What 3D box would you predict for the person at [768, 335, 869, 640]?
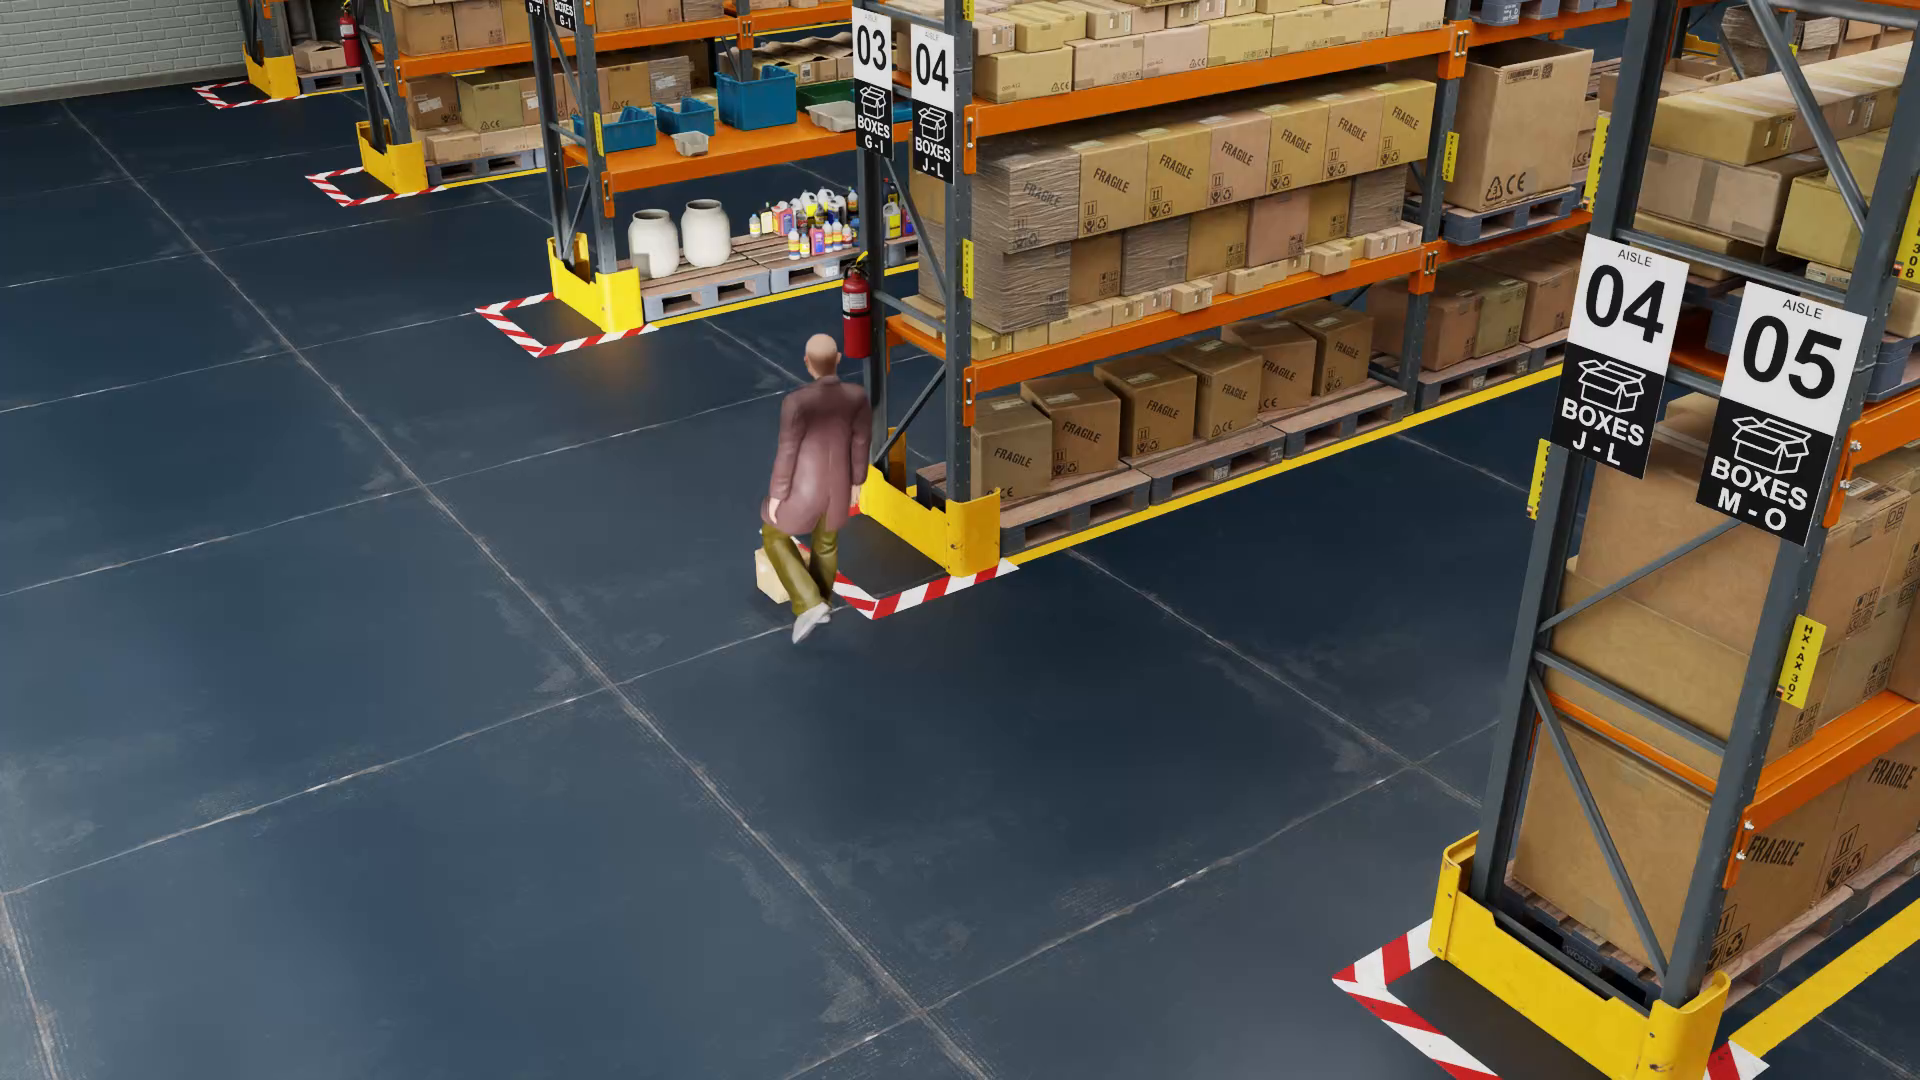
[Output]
[{"bbox_3d":[-0.813,-0.277,9.206,0.579,1.855,0.445,-14,31,-25],"label":"person"}]
